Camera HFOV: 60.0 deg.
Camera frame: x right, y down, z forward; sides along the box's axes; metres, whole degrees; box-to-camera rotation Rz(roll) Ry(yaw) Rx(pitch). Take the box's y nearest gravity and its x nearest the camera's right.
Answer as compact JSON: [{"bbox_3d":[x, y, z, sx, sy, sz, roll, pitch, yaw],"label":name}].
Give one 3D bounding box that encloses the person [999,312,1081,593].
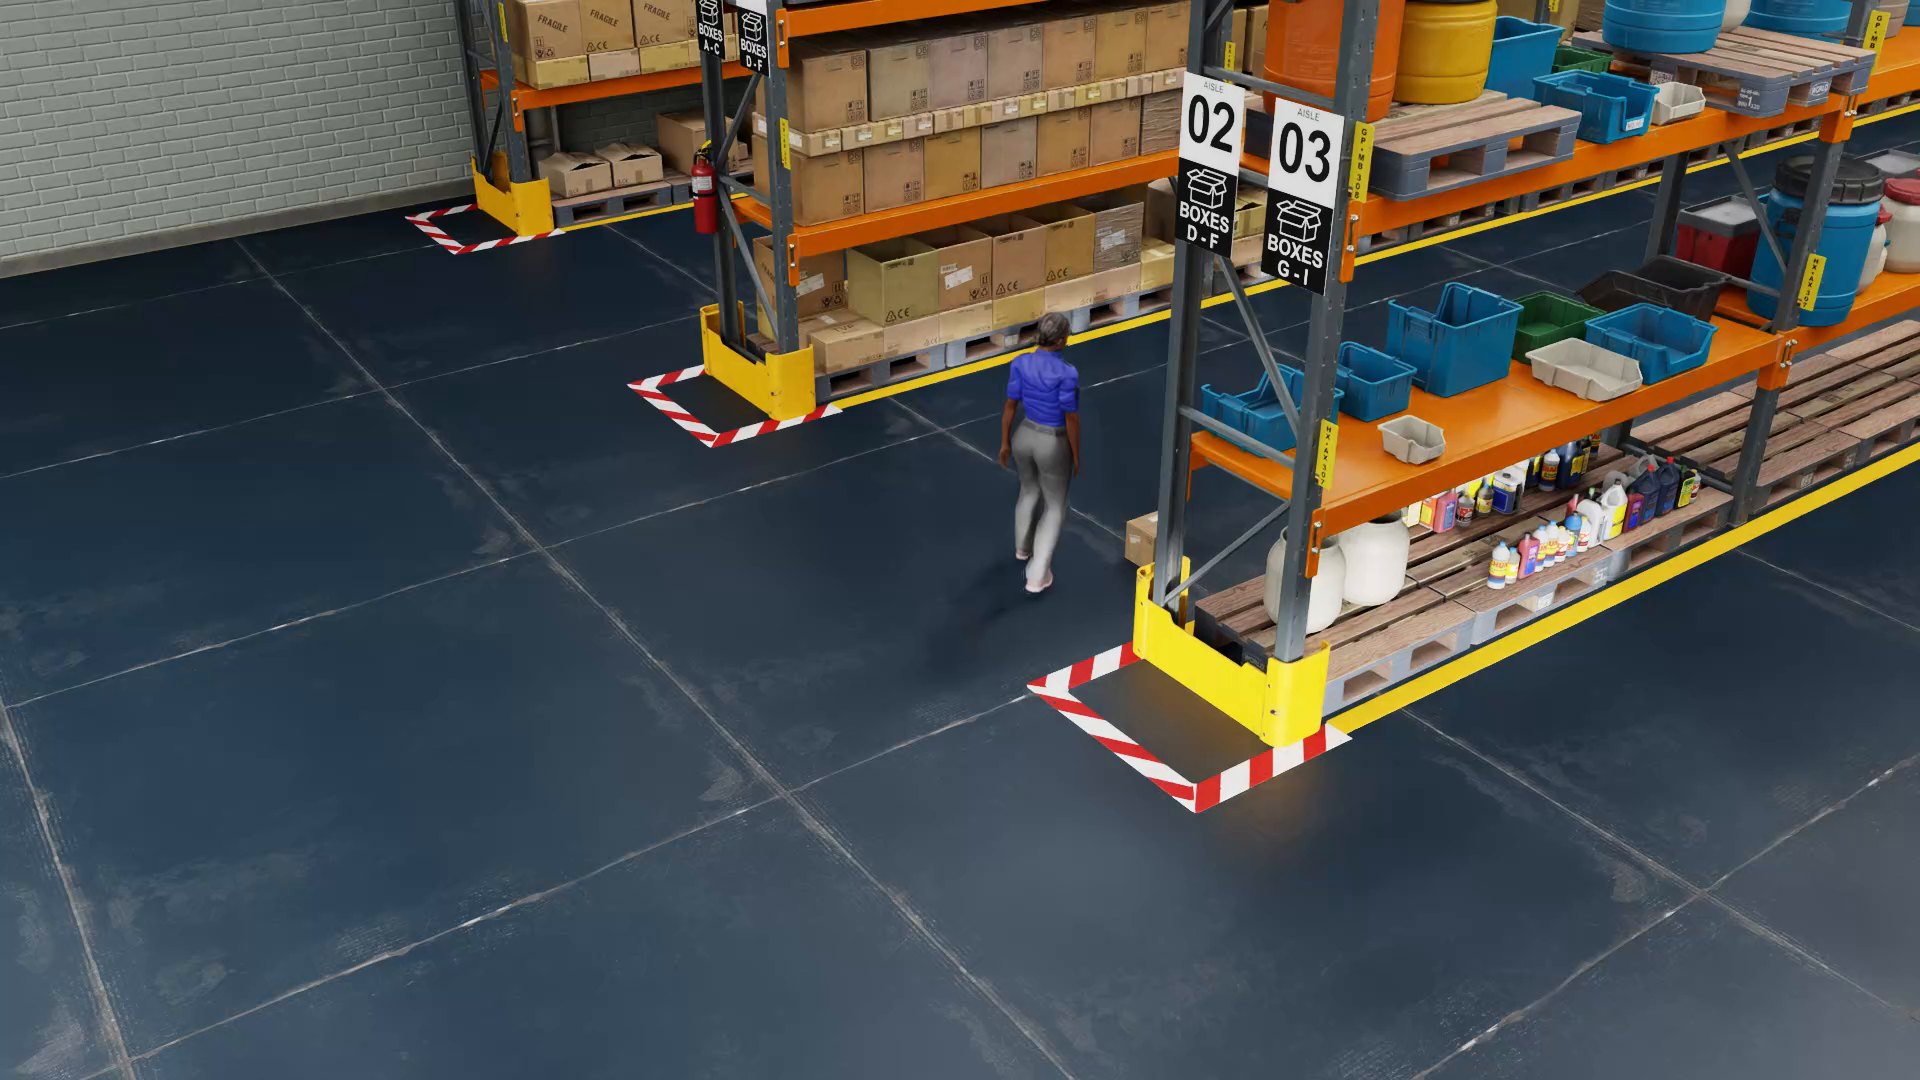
[{"bbox_3d":[0.467,-0.534,9.575,0.477,1.633,0.679,19,34,31],"label":"person"}]
